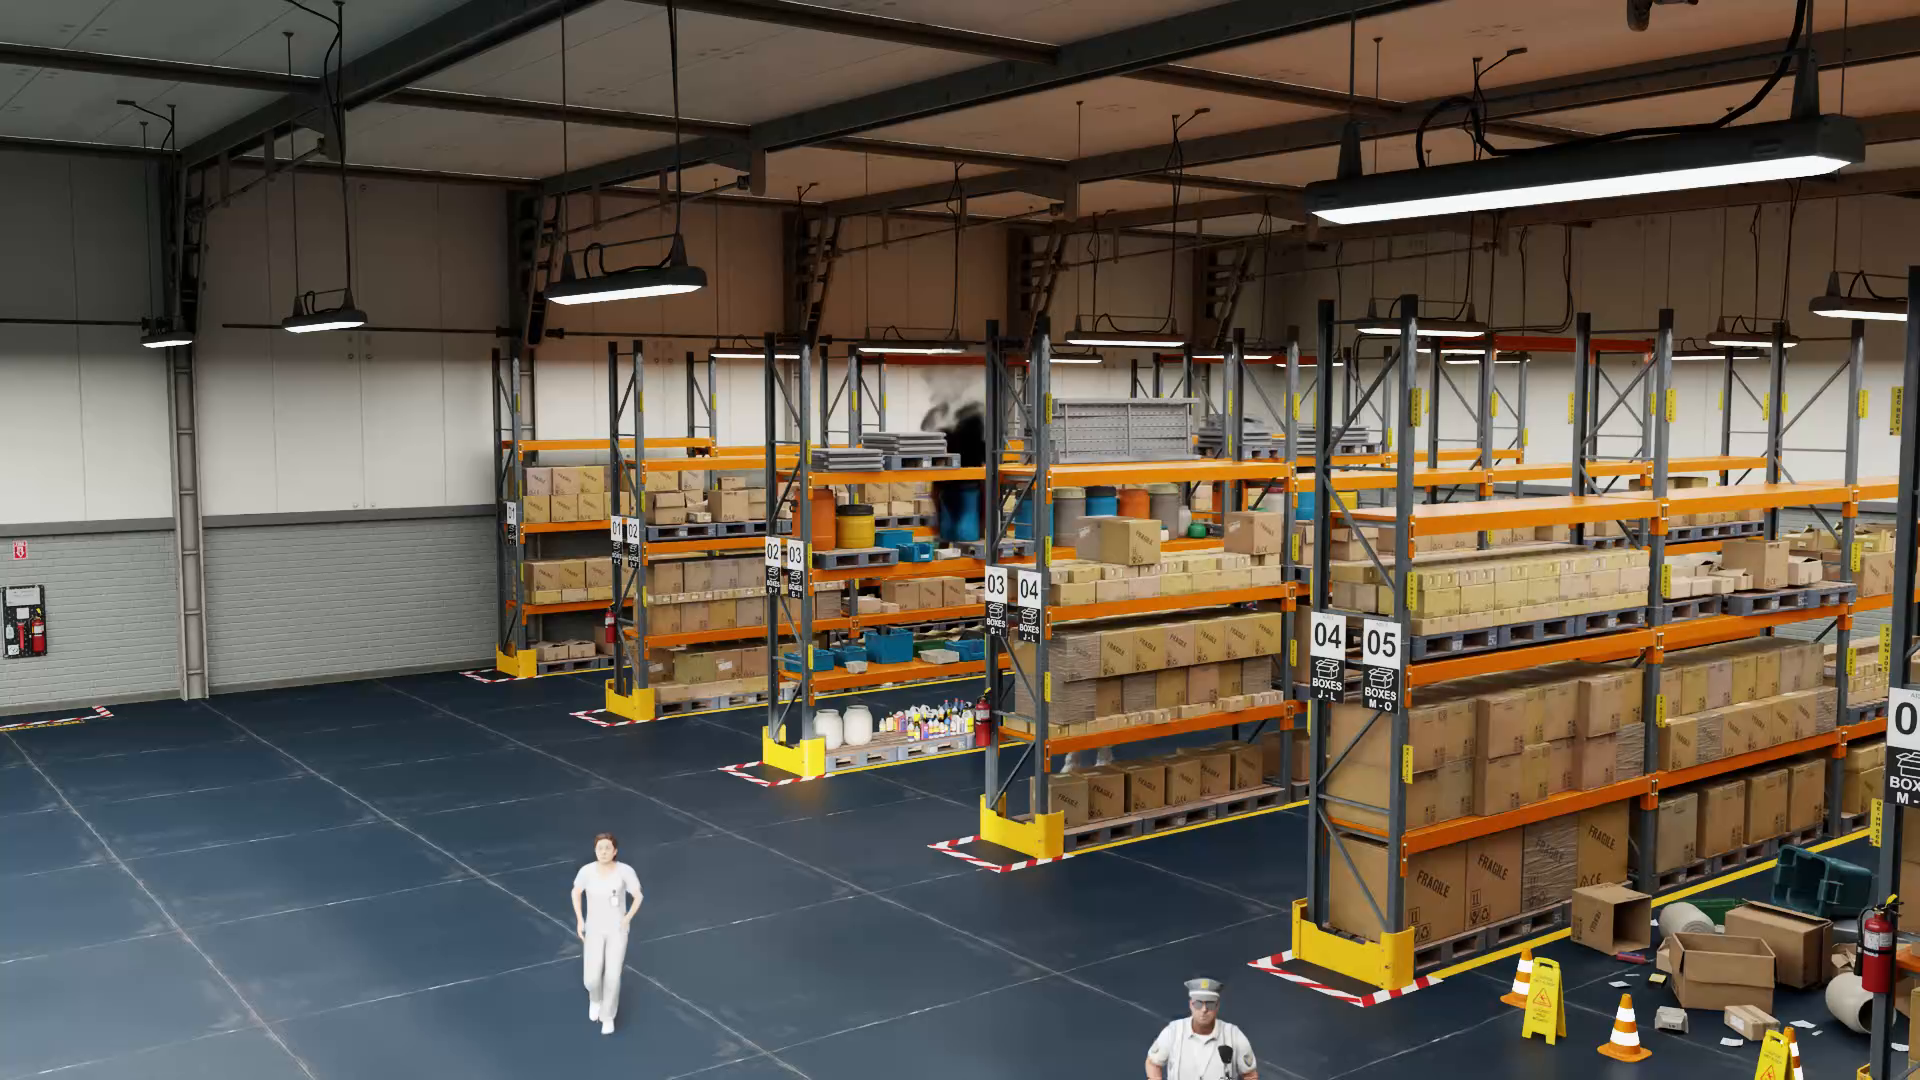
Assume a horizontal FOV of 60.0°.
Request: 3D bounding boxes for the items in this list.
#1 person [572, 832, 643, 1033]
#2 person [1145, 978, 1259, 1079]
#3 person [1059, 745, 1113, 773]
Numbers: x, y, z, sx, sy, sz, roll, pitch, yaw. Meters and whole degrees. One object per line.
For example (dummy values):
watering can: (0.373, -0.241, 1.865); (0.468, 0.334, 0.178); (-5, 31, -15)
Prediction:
person: (-2.850, 3.172, 13.445); (0.577, 1.638, 0.553); (-1, 5, -8)
person: (1.428, 3.429, 9.857); (0.671, 1.740, 0.780); (1, 5, 8)
person: (1.623, 2.128, 21.278); (0.700, 1.734, 0.896); (5, 7, 45)
